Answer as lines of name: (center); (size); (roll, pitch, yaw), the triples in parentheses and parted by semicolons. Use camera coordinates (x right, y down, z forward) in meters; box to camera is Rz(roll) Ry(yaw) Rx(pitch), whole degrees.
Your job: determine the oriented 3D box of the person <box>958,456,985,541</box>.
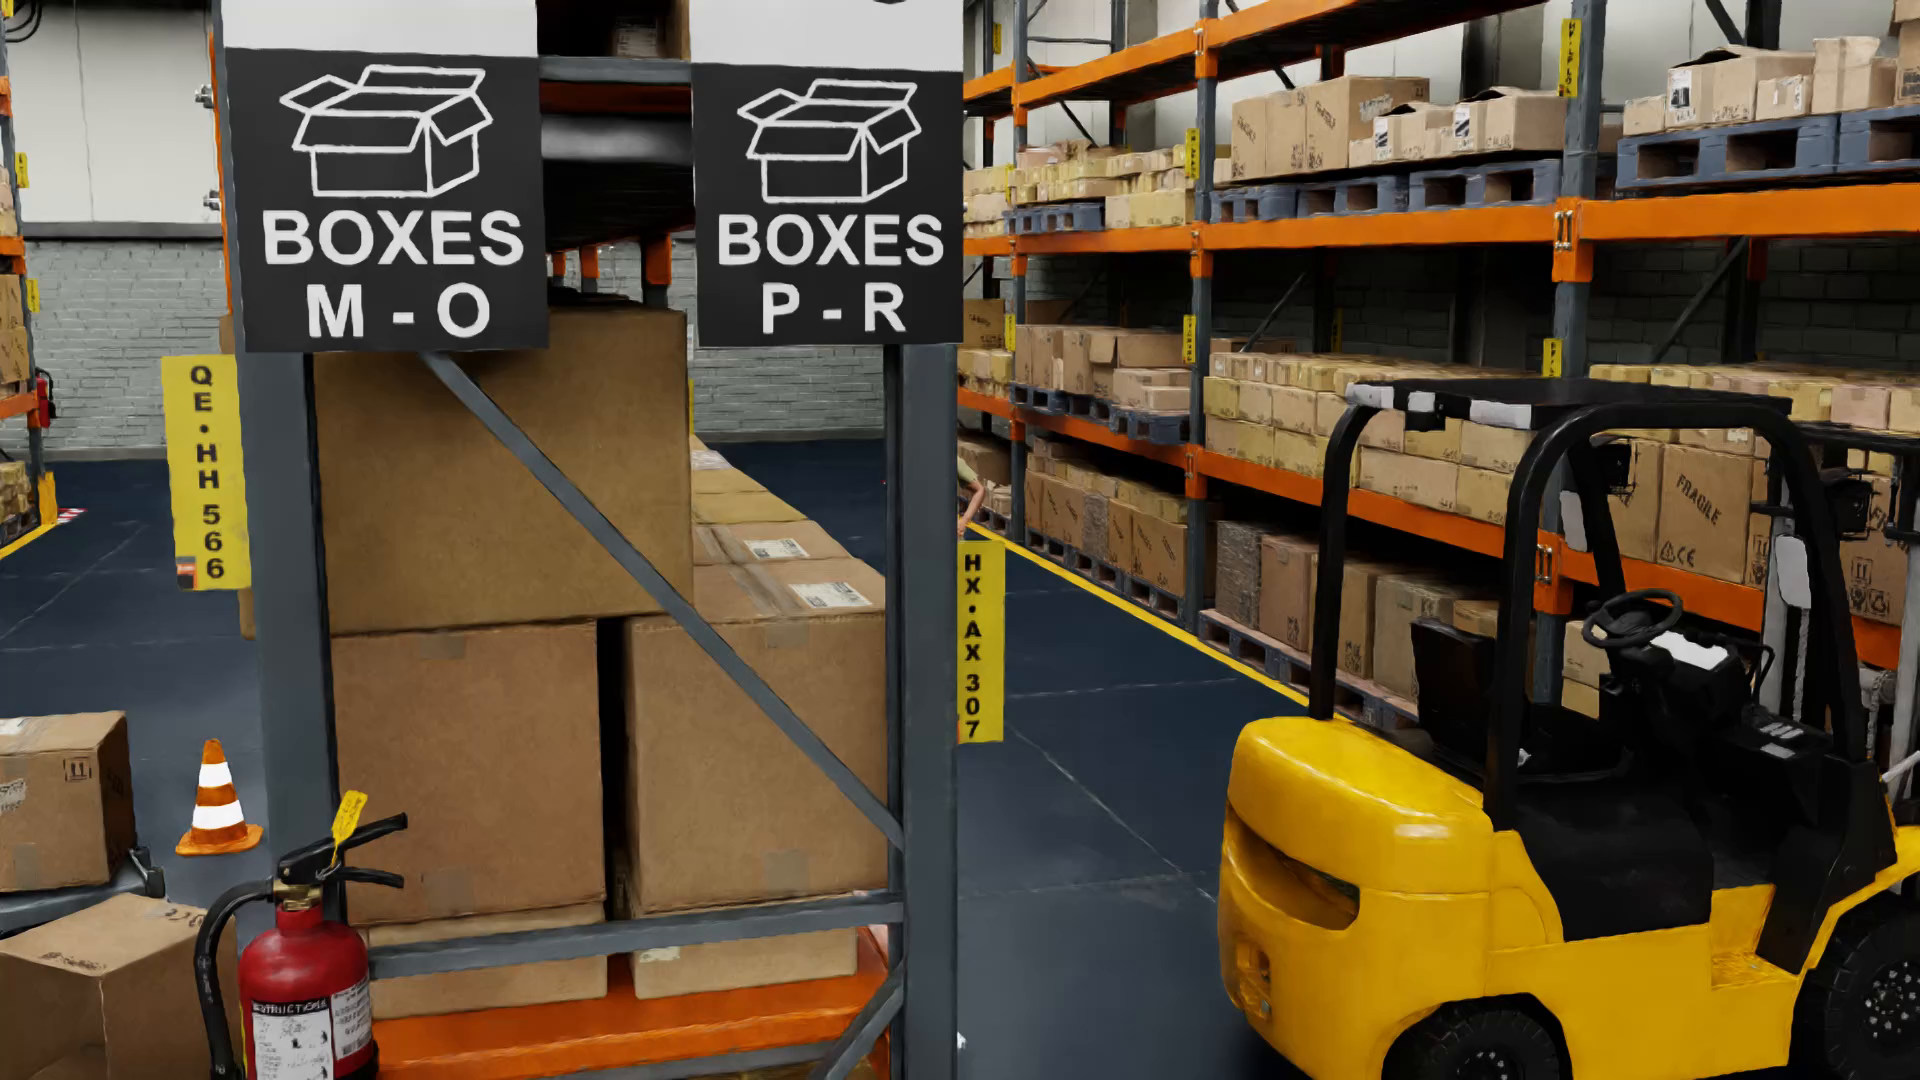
person: (-0.176, 0.026, 10.332); (0.610, 1.623, 0.652); (4, 10, 24)
